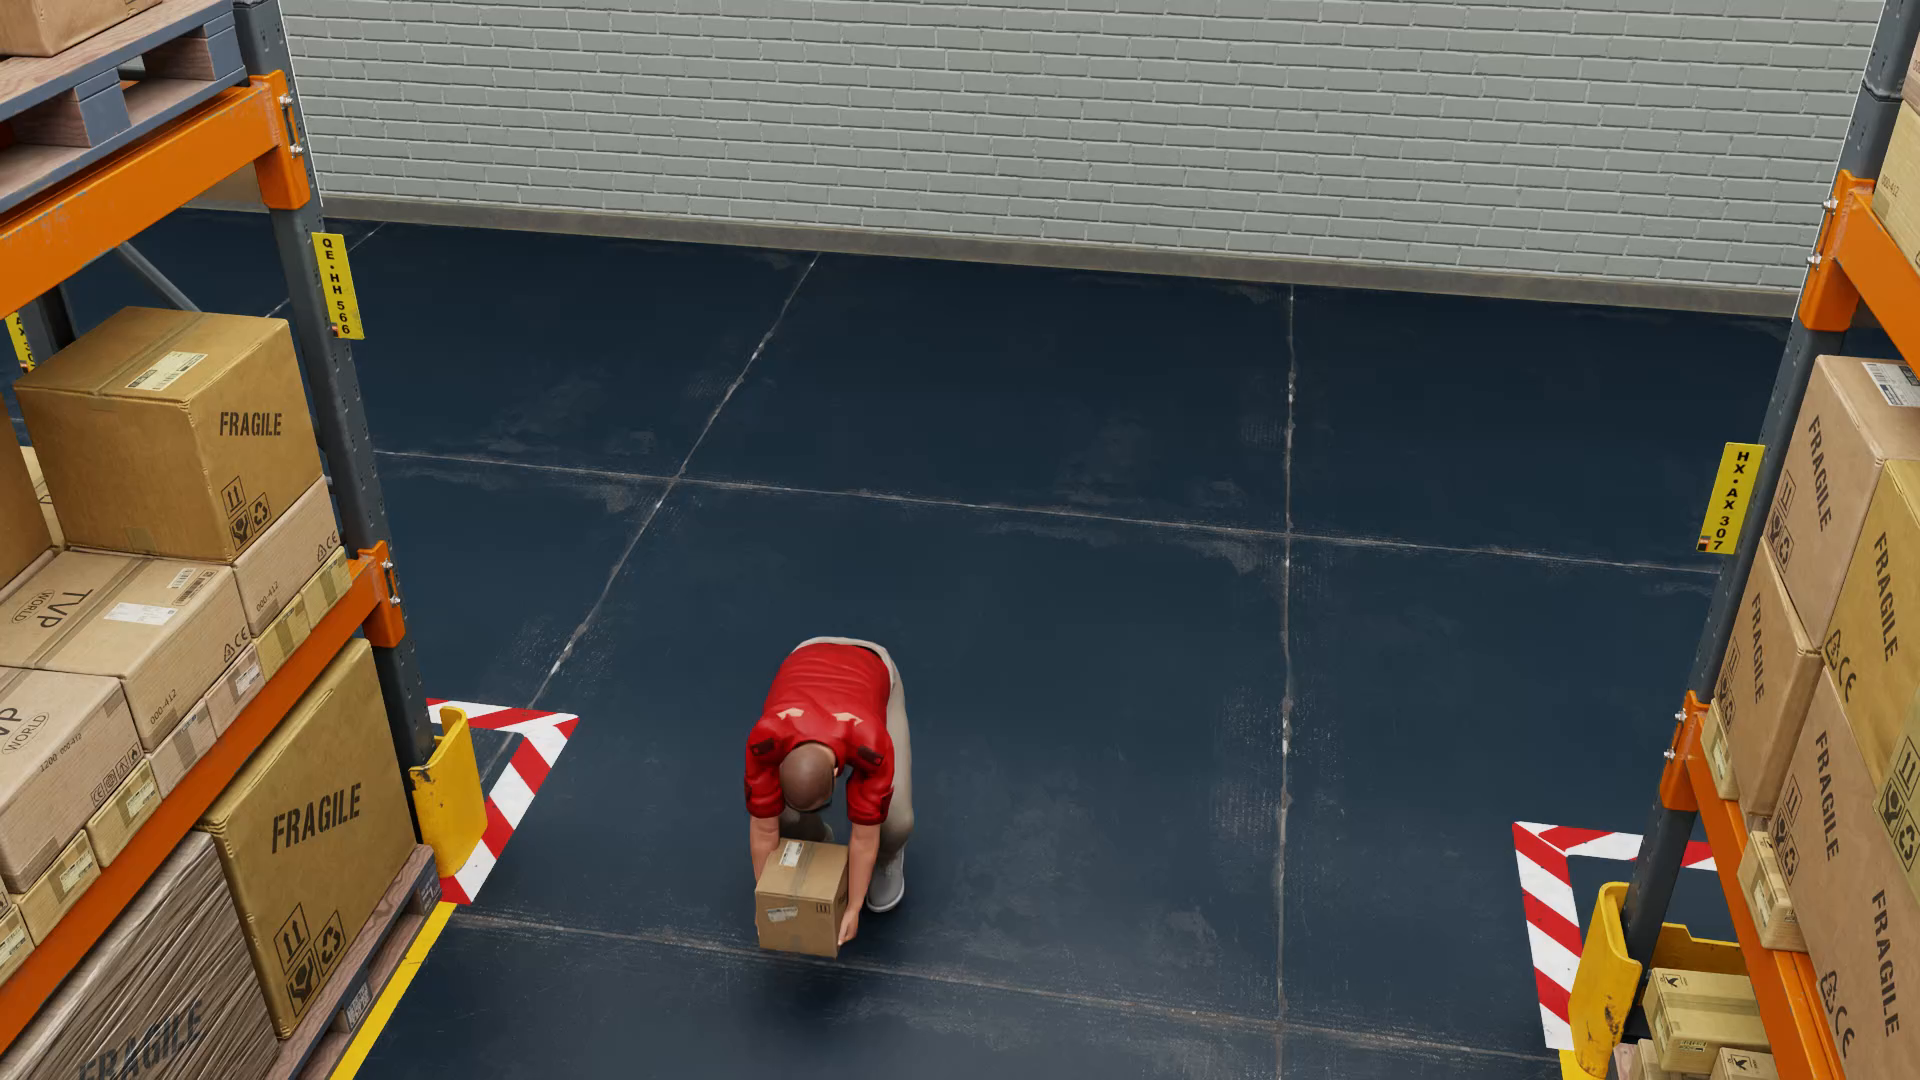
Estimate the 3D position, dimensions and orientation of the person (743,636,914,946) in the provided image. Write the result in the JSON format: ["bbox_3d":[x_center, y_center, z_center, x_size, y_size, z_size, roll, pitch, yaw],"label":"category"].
[{"bbox_3d":[-0.438,0.867,5.441,0.504,1.019,0.882,4,32,6],"label":"person"}]
